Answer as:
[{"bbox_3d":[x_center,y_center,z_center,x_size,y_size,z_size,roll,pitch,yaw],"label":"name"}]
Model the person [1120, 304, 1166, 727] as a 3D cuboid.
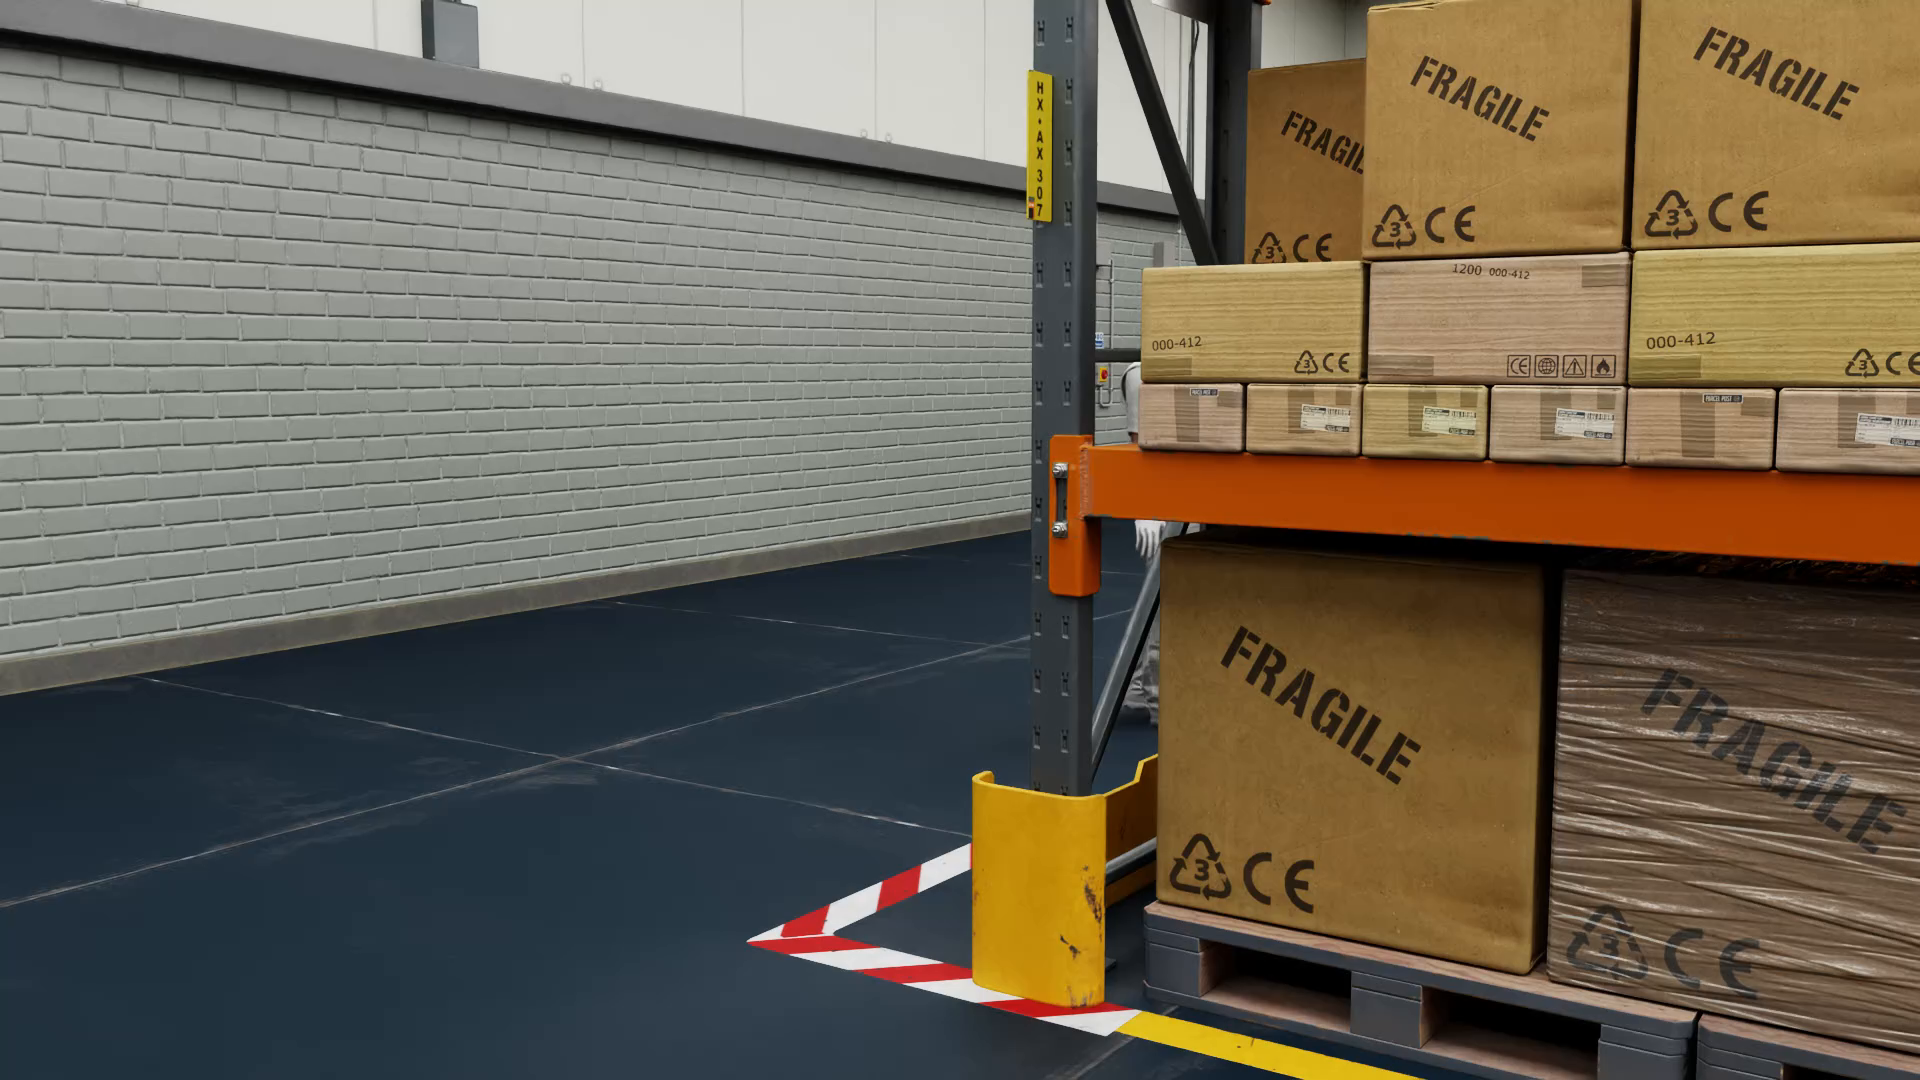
[{"bbox_3d":[0.870,-0.135,6.764,0.462,1.790,0.596,3,7,23],"label":"person"}]
